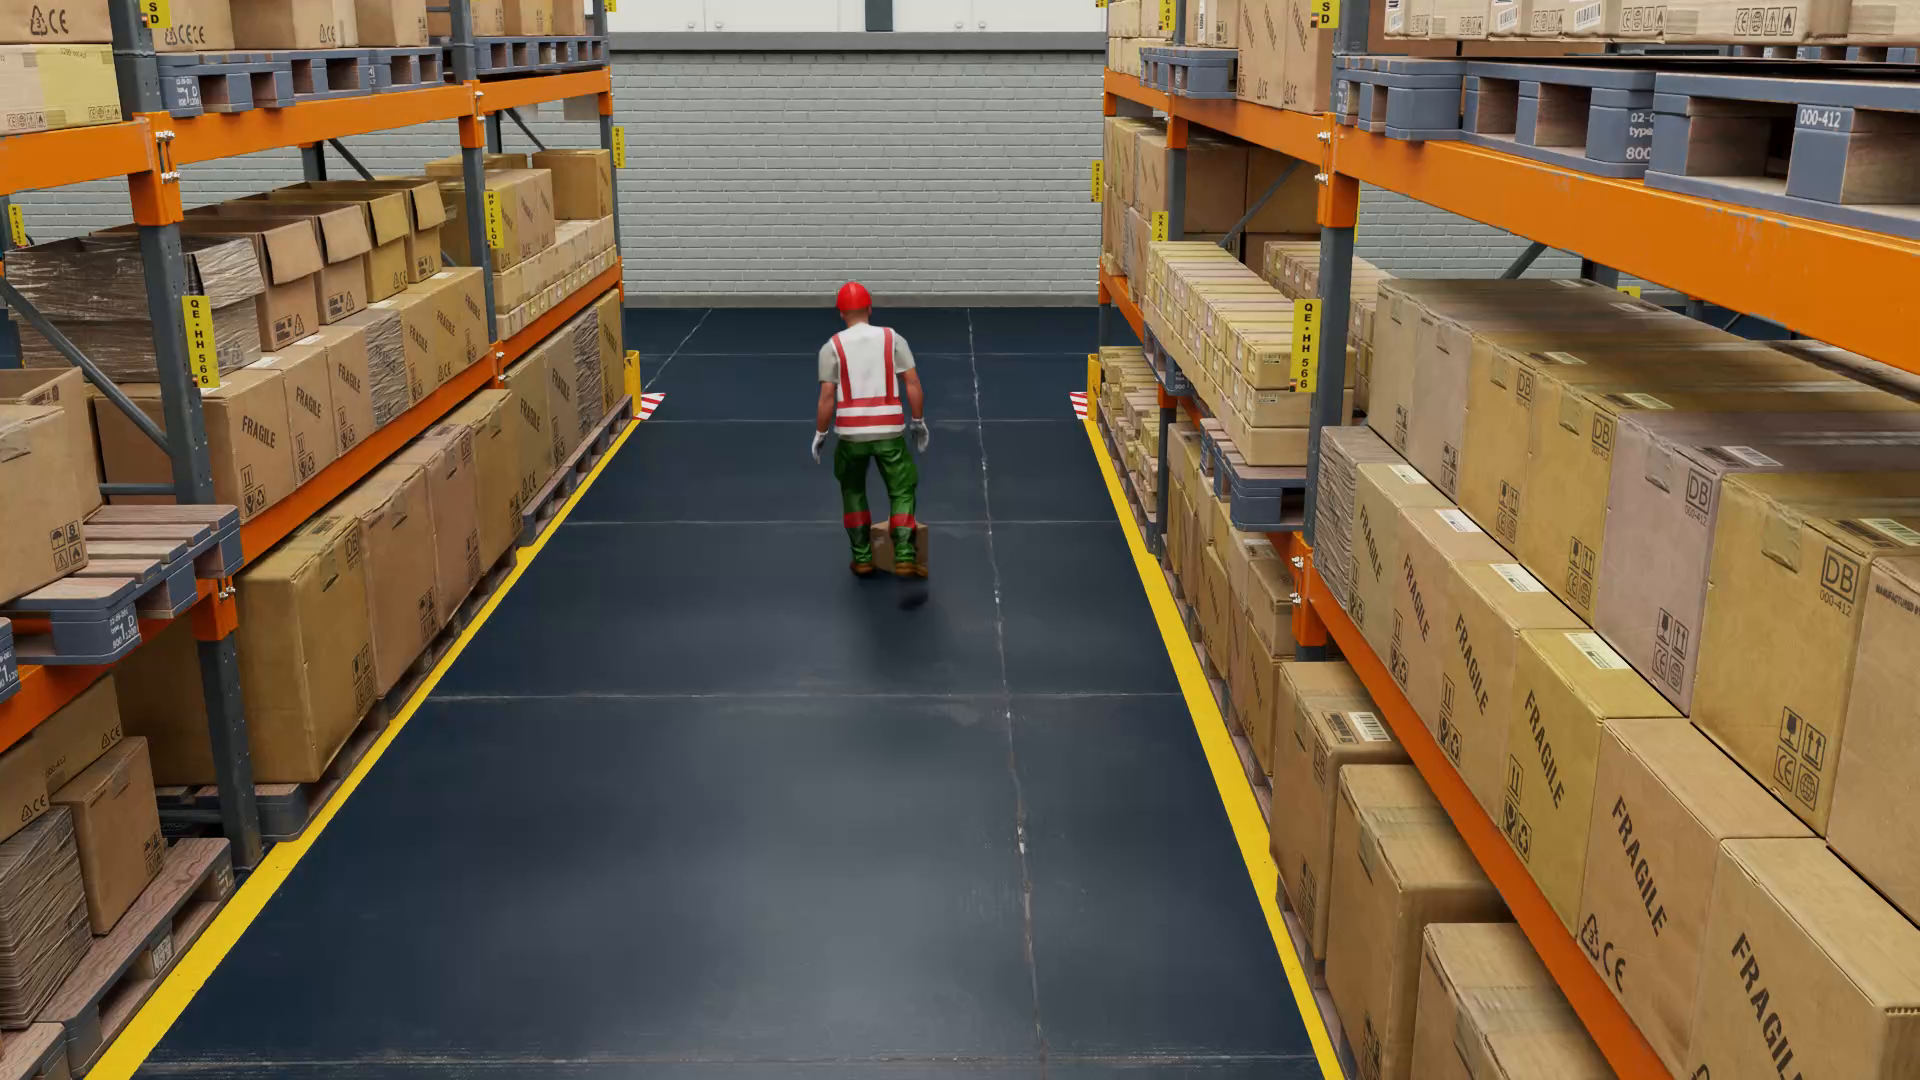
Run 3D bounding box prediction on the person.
[{"bbox_3d":[-0.504,-0.578,9.499,0.682,1.718,0.862,-2,17,-7],"label":"person"}]
